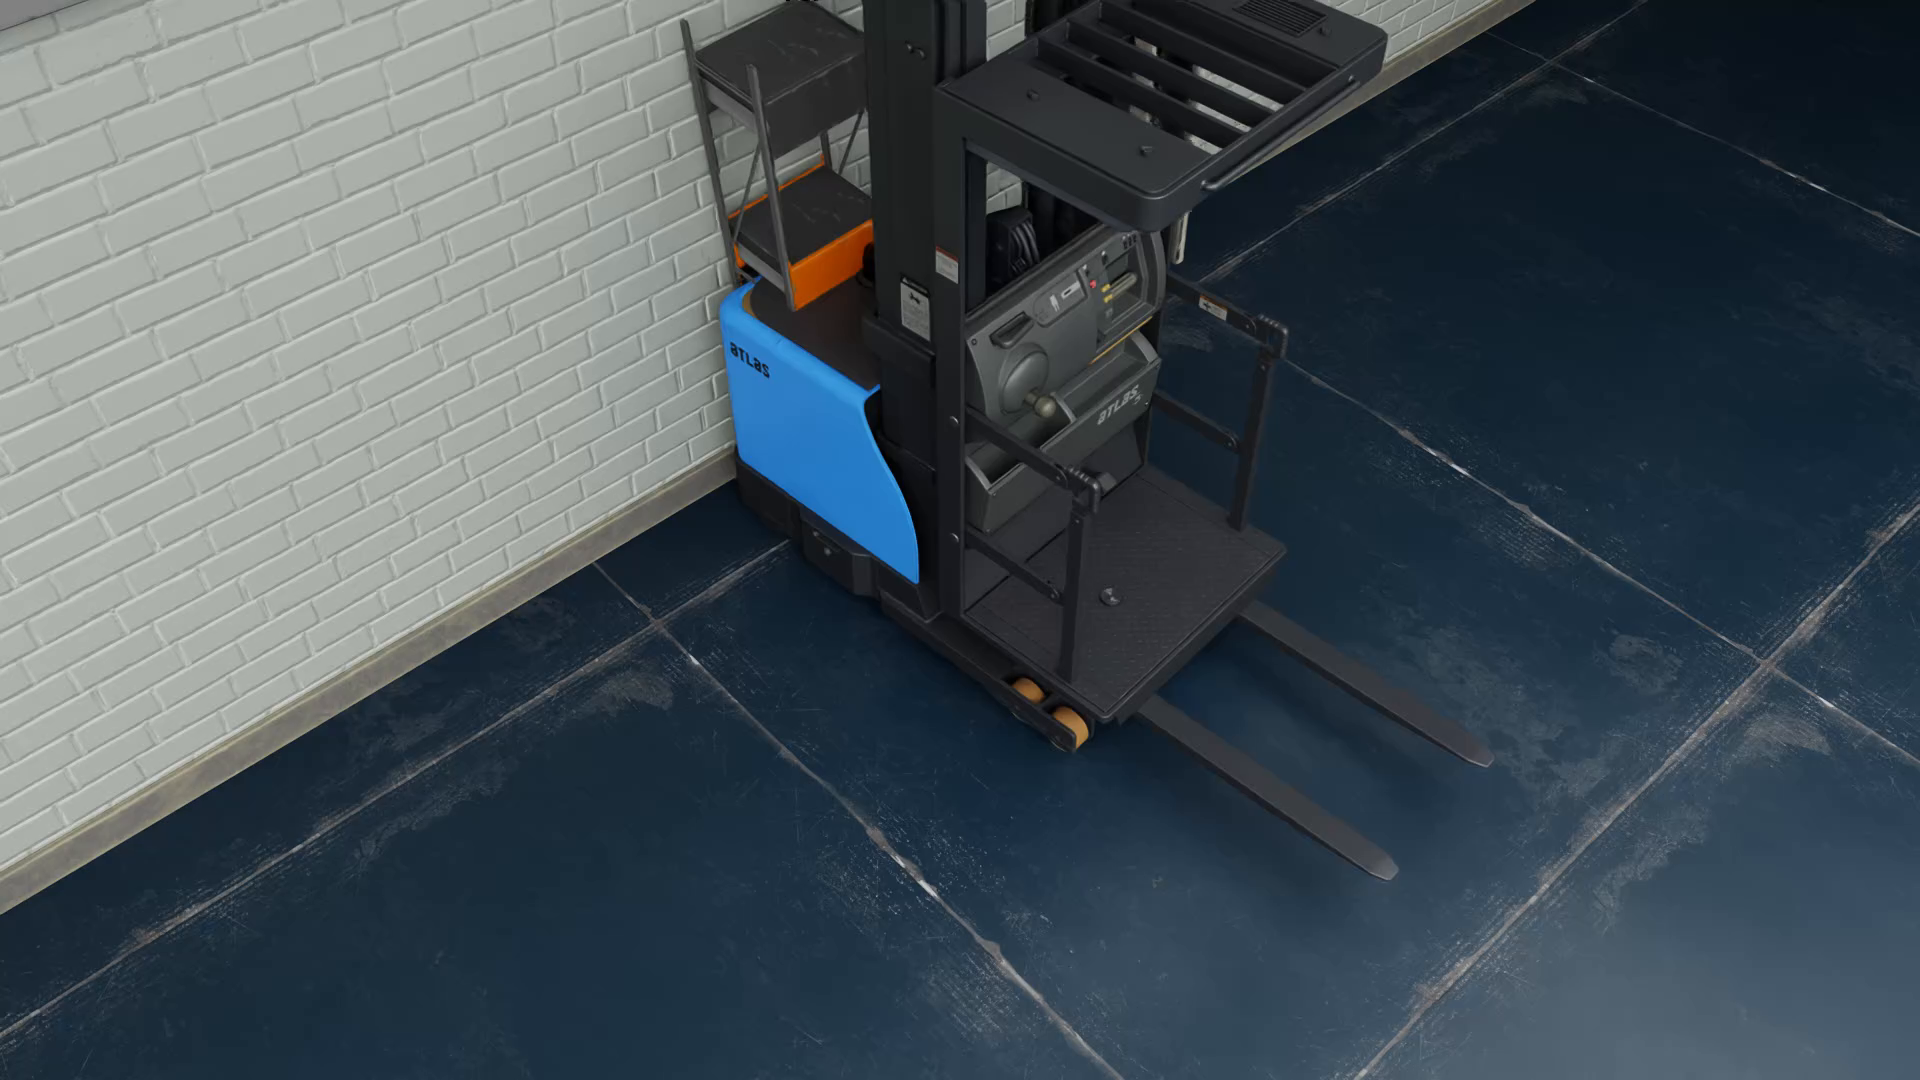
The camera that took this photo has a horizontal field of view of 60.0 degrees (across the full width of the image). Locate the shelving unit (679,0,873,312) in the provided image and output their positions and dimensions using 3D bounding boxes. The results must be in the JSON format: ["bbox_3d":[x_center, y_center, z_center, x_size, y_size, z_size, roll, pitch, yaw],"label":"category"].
[{"bbox_3d":[-0.549,-1.058,6.248,0.503,2.100,0.431,-36,57,-23],"label":"shelving unit"}]

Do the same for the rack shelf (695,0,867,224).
[{"bbox_3d":[-0.582,-1.494,5.719,0.480,0.518,0.431,-36,57,-23],"label":"rack shelf"}]

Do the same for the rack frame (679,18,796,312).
[{"bbox_3d":[-0.730,-0.927,6.151,0.015,2.100,0.400,-36,57,-23],"label":"rack frame"}]

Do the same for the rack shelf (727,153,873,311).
[{"bbox_3d":[-0.548,-1.049,6.258,0.480,0.518,0.431,-36,57,-23],"label":"rack shelf"}]

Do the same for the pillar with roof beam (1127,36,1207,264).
[{"bbox_3d":[3.723,-2.043,2.512,0.400,9.000,9.100,-34,56,-27],"label":"pillar with roof beam"}]

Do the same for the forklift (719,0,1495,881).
[{"bbox_3d":[0.518,-0.666,5.370,3.031,2.935,1.130,34,56,27],"label":"forklift"}]

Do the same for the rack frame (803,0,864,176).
[{"bbox_3d":[-0.367,-1.189,6.345,0.015,2.100,0.400,-36,57,-23],"label":"rack frame"}]
